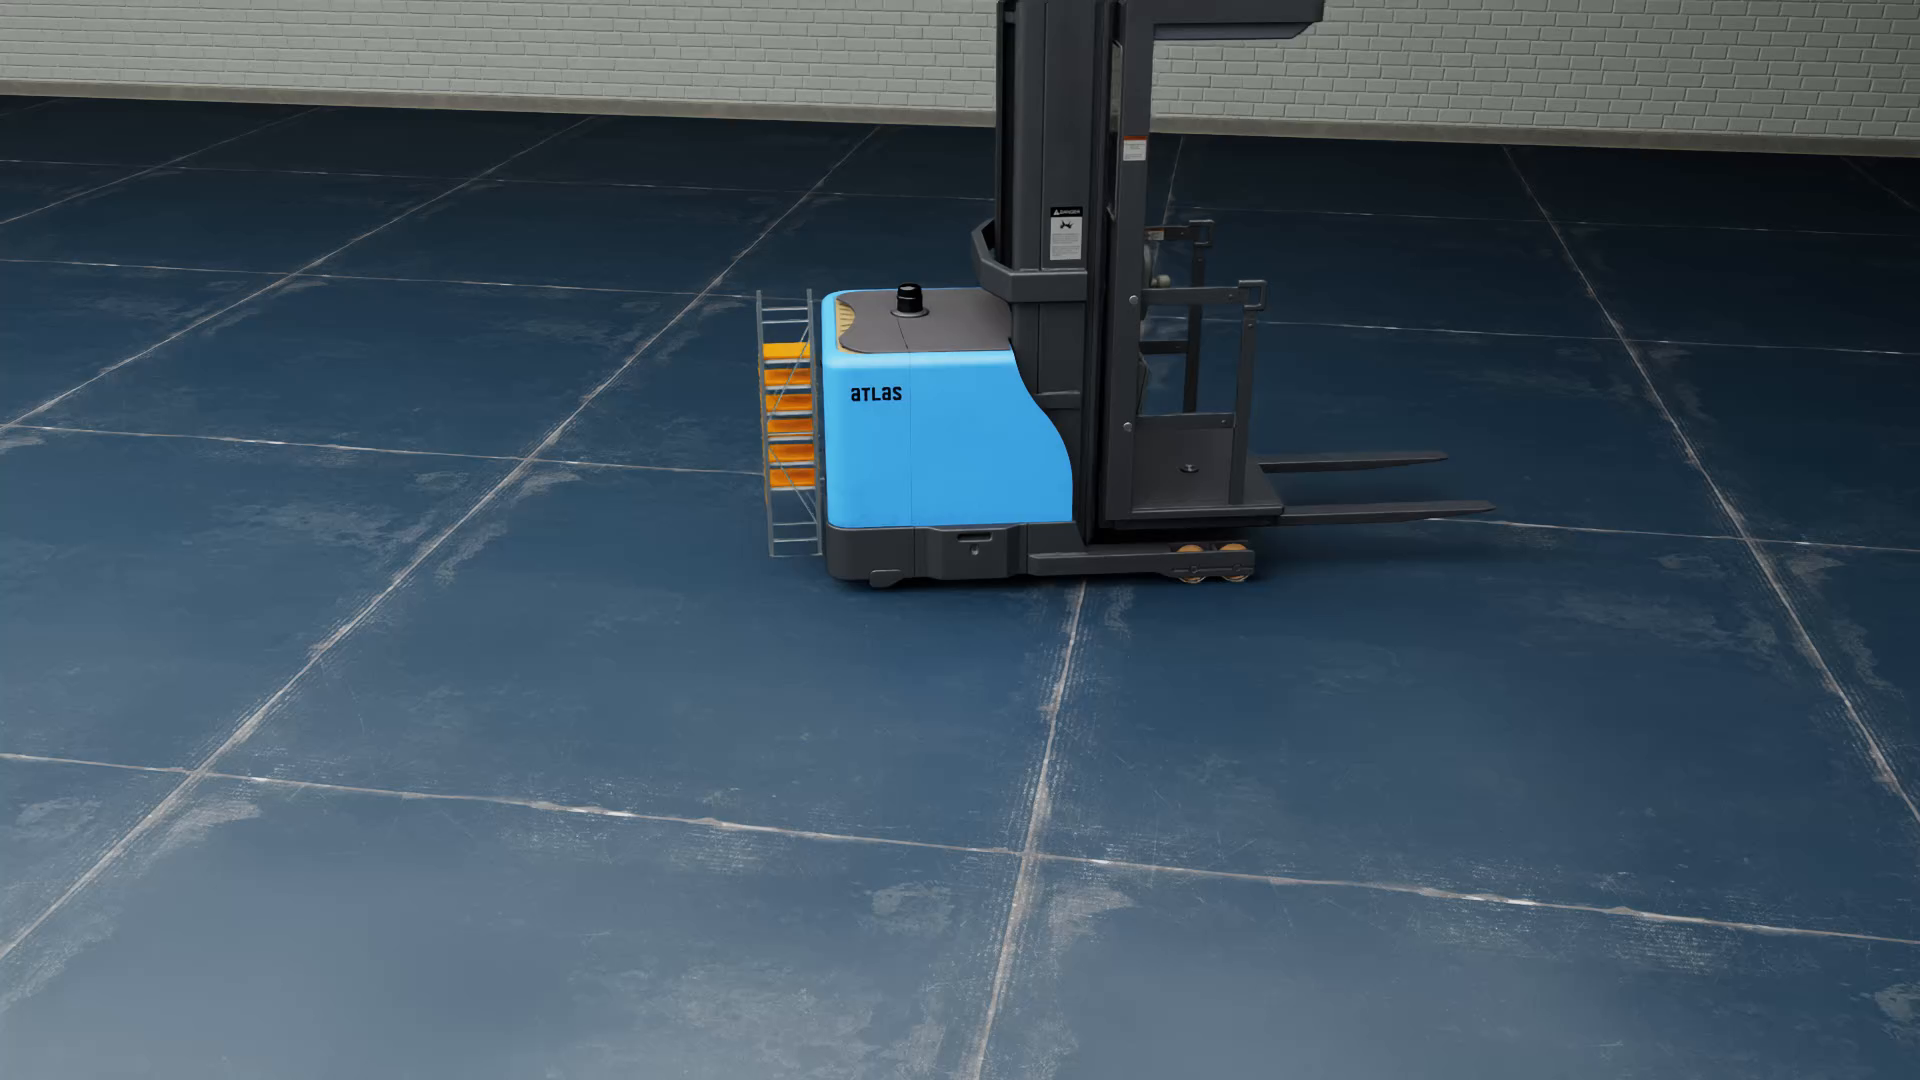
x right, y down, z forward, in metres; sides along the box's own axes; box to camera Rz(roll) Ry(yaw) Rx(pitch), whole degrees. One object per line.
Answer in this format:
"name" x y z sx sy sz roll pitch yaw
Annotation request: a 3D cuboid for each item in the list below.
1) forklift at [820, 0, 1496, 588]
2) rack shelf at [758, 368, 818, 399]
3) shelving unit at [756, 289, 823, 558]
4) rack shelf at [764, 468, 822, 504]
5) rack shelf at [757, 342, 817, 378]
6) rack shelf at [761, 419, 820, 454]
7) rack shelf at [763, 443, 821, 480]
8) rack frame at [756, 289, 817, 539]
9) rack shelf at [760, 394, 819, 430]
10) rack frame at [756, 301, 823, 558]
"forklift" 0.894 -1.358 7.194 3.031 2.935 1.130 -2 25 -4
"rack shelf" -0.757 -0.684 7.335 0.258 0.103 0.180 -3 25 -5
"shelving unit" -0.757 -0.507 7.418 0.258 1.200 0.189 -3 25 -5
"rack shelf" -0.757 -0.250 7.539 0.258 0.103 0.180 -3 25 -5
"rack shelf" -0.757 -0.793 7.284 0.258 0.103 0.180 -3 25 -5
"rack shelf" -0.757 -0.467 7.437 0.258 0.103 0.180 -3 25 -5
"rack shelf" -0.757 -0.358 7.488 0.258 0.103 0.180 -3 25 -5
"rack frame" -0.767 -0.546 7.501 0.240 1.200 0.006 -3 25 -5
"rack shelf" -0.757 -0.576 7.386 0.258 0.103 0.180 -3 25 -5
"rack frame" -0.748 -0.469 7.336 0.240 1.200 0.006 -3 25 -5
